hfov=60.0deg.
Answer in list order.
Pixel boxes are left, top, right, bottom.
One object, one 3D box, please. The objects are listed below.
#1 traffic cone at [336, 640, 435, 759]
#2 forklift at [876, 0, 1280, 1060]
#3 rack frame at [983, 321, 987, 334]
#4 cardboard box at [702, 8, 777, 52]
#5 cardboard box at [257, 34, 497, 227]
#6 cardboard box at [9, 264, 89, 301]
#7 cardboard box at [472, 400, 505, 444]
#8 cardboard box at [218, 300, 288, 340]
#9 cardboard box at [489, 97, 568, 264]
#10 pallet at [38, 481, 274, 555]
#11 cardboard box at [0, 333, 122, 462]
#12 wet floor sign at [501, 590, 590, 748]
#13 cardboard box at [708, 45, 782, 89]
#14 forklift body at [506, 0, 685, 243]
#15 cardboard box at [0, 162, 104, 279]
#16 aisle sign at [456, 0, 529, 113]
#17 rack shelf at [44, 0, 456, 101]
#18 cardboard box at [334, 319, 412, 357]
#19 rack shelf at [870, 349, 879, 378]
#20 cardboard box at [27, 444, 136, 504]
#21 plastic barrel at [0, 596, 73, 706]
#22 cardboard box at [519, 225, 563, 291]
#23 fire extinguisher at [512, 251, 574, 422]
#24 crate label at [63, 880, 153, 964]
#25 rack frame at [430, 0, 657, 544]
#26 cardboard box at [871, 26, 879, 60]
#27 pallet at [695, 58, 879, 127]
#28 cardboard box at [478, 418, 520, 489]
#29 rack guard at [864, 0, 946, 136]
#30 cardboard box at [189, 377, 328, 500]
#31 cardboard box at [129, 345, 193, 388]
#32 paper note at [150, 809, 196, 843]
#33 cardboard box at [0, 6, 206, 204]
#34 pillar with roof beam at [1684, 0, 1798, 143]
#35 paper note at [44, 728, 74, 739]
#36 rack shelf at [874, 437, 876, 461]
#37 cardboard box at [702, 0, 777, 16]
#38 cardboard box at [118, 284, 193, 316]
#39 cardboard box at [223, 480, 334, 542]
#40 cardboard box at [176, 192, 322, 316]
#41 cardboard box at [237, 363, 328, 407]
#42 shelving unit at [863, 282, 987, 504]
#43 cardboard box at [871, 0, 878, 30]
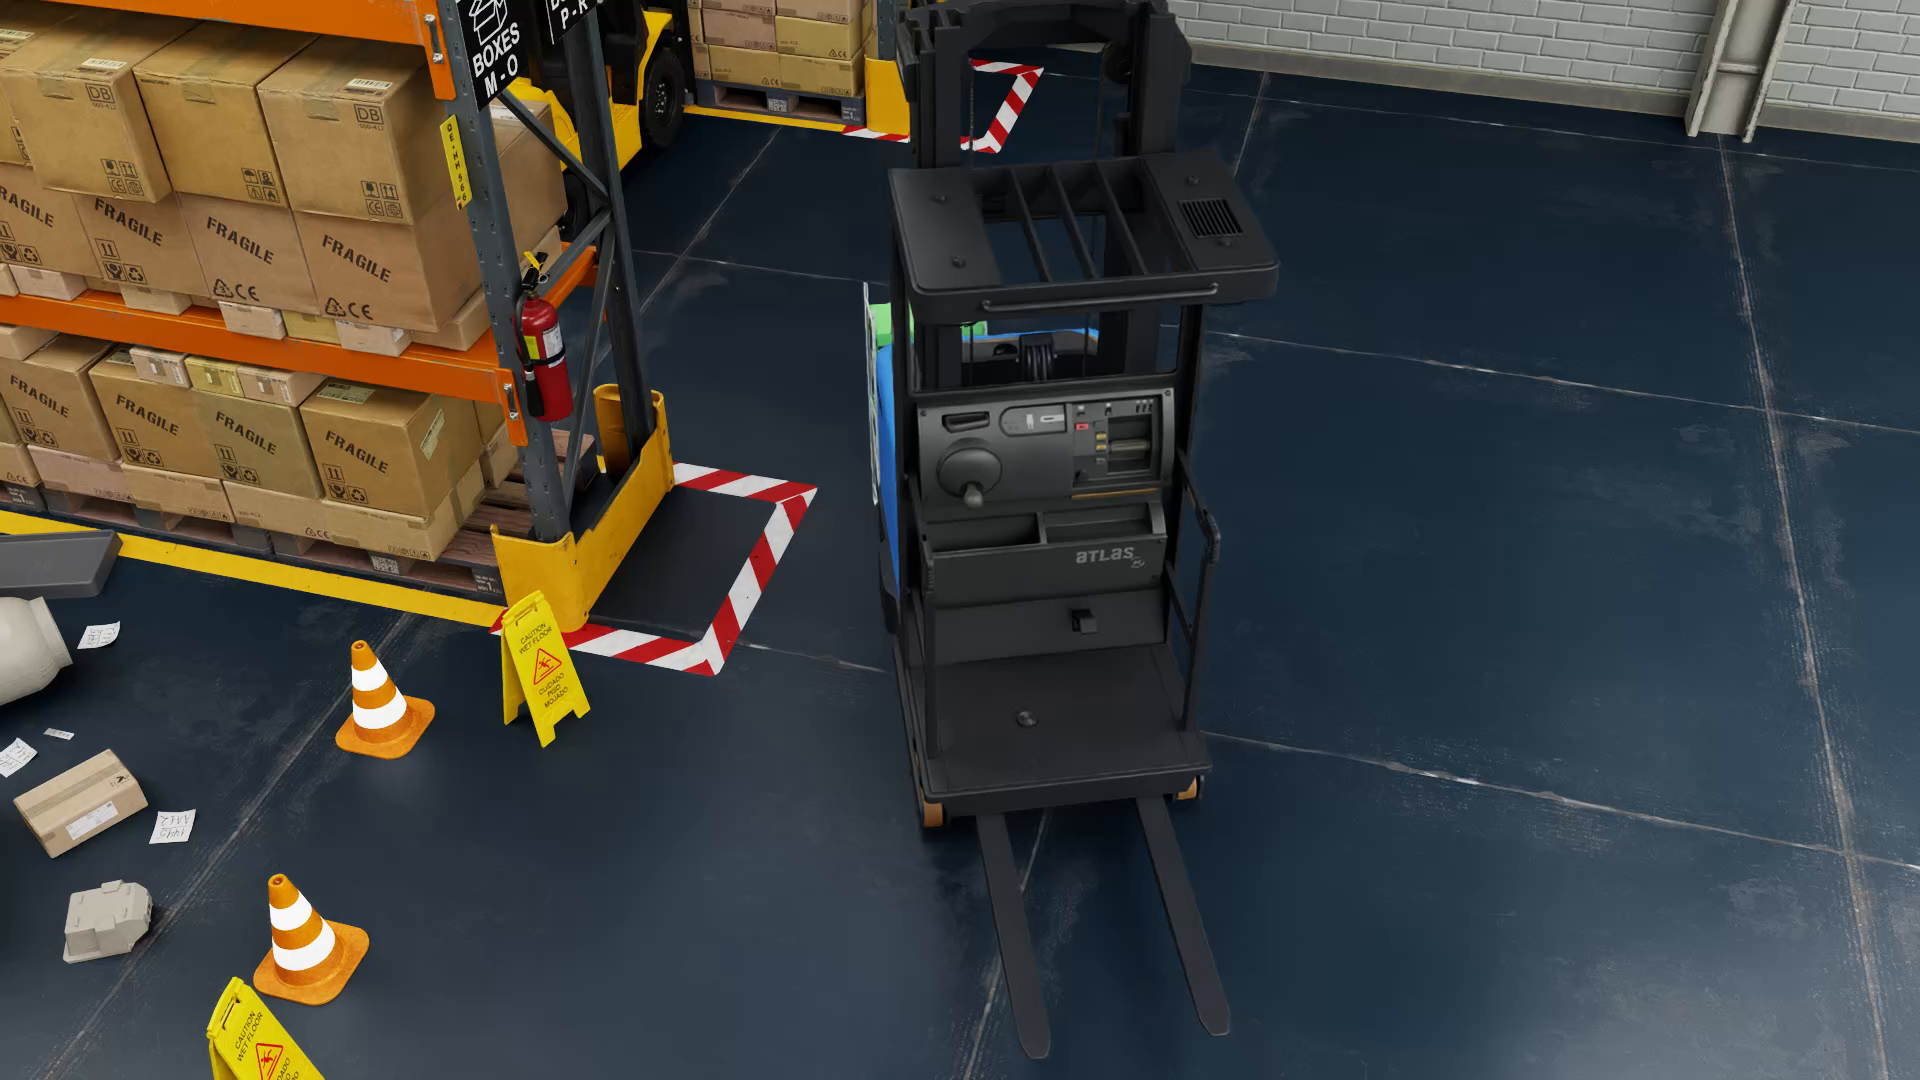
[{"bbox_3d":[-2.367,0.591,6.712,0.334,0.463,0.336,10,41,11],"label":"traffic cone"},{"bbox_3d":[0.343,-0.255,5.799,1.130,2.935,3.031,-5,40,-6],"label":"forklift"},{"bbox_3d":[0.088,-0.648,7.614,0.015,1.200,0.240,-7,41,-8],"label":"rack frame"},{"bbox_3d":[-1.372,-3.471,10.998,0.500,0.250,0.500,9,41,11],"label":"cardboard box"},{"bbox_3d":[-2.168,-1.595,6.255,0.500,0.500,0.700,9,41,10],"label":"cardboard box"},{"bbox_3d":[-3.777,-1.185,7.048,0.250,0.149,0.380,10,41,11],"label":"cardboard box"},{"bbox_3d":[-2.349,-0.815,7.641,0.500,0.500,0.500,8,41,10],"label":"cardboard box"},{"bbox_3d":[-2.807,-0.997,6.825,0.250,0.149,0.380,10,41,12],"label":"cardboard box"},{"bbox_3d":[-2.004,-1.514,6.936,0.500,0.500,0.500,9,41,11],"label":"cardboard box"},{"bbox_3d":[-3.642,-0.417,8.107,1.213,0.211,1.003,10,41,11],"label":"pallet"},{"bbox_3d":[-3.962,-0.736,7.547,0.500,0.500,0.500,12,41,14],"label":"cardboard box"},{"bbox_3d":[-1.712,0.487,6.693,0.232,0.644,0.267,24,46,26],"label":"wet floor sign"},{"bbox_3d":[-1.353,-3.273,11.151,0.500,0.250,0.500,10,41,11],"label":"cardboard box"},{"bbox_3d":[-2.642,-3.052,9.736,1.214,2.155,2.313,10,41,11],"label":"forklift body"},{"bbox_3d":[-3.664,-1.450,6.859,0.500,0.500,0.500,10,41,12],"label":"cardboard box"},{"bbox_3d":[-1.634,-1.916,5.702,0.004,0.787,0.394,10,41,11],"label":"aisle sign"},{"bbox_3d":[-3.551,-2.316,6.427,4.000,0.370,1.077,10,41,11],"label":"rack shelf"},{"bbox_3d":[-2.308,-0.917,6.730,0.250,0.149,0.380,9,41,11],"label":"cardboard box"},{"bbox_3d":[-0.152,-0.754,7.466,0.480,0.148,0.258,-7,41,-8],"label":"rack shelf"},{"bbox_3d":[-3.951,-0.450,7.789,0.500,0.250,0.500,9,41,11],"label":"cardboard box"},{"bbox_3d":[-4.005,0.473,6.882,0.512,0.421,0.421,-24,46,-26],"label":"plastic barrel"},{"bbox_3d":[-1.893,-1.200,7.066,0.250,0.149,0.380,10,41,12],"label":"cardboard box"},{"bbox_3d":[-1.627,-0.776,6.426,0.183,0.674,0.296,10,41,11],"label":"fire extinguisher"},{"bbox_3d":[-3.101,1.369,6.038,0.298,0.136,0.250,-10,41,-11],"label":"crate label"},{"bbox_3d":[-1.618,-1.111,6.765,0.127,3.000,1.000,10,41,11],"label":"rack frame"},{"bbox_3d":[-0.763,-3.506,11.429,0.500,0.250,0.500,10,41,12],"label":"cardboard box"},{"bbox_3d":[-1.089,-3.229,11.455,1.213,0.211,1.003,10,41,11],"label":"pallet"},{"bbox_3d":[-2.326,-0.525,7.878,0.500,0.250,0.500,9,41,11],"label":"cardboard box"},{"bbox_3d":[-0.316,-3.234,11.237,0.348,0.500,1.175,10,41,11],"label":"rack guard"},{"bbox_3d":[-2.965,-0.562,7.339,0.500,0.500,0.500,11,41,13],"label":"cardboard box"},{"bbox_3d":[-3.328,-0.833,7.159,0.250,0.149,0.380,11,41,13],"label":"cardboard box"},{"bbox_3d":[-3.046,1.106,6.434,0.142,0.019,0.148,-3,40,-4],"label":"paper note"},{"bbox_3d":[-3.175,-1.705,6.386,0.500,0.500,0.700,9,41,11],"label":"cardboard box"},{"bbox_3d":[3.905,-3.496,4.940,0.400,9.000,9.100,10,41,11],"label":"pillar with roof beam"},{"bbox_3d":[-3.695,0.795,6.820,0.123,0.001,0.032,10,41,11],"label":"paper note"},{"bbox_3d":[-0.152,-0.386,7.774,0.480,0.148,0.258,-7,41,-8],"label":"rack shelf"},{"bbox_3d":[-1.359,-3.650,10.822,0.500,0.250,0.500,10,41,12],"label":"cardboard box"},{"bbox_3d":[-3.289,-1.113,6.963,0.250,0.149,0.380,9,41,11],"label":"cardboard box"},{"bbox_3d":[-2.967,-0.277,7.583,0.500,0.250,0.500,10,41,12],"label":"cardboard box"},{"bbox_3d":[-2.697,-1.268,6.643,0.500,0.500,0.500,10,41,12],"label":"cardboard box"},{"bbox_3d":[-2.832,-0.745,7.053,0.250,0.149,0.380,11,41,13],"label":"cardboard box"},{"bbox_3d":[-0.152,-0.619,7.579,0.503,1.200,0.258,-7,41,-8],"label":"shelving unit"},{"bbox_3d":[-0.740,-3.702,11.273,0.500,0.250,0.500,10,41,12],"label":"cardboard box"}]
